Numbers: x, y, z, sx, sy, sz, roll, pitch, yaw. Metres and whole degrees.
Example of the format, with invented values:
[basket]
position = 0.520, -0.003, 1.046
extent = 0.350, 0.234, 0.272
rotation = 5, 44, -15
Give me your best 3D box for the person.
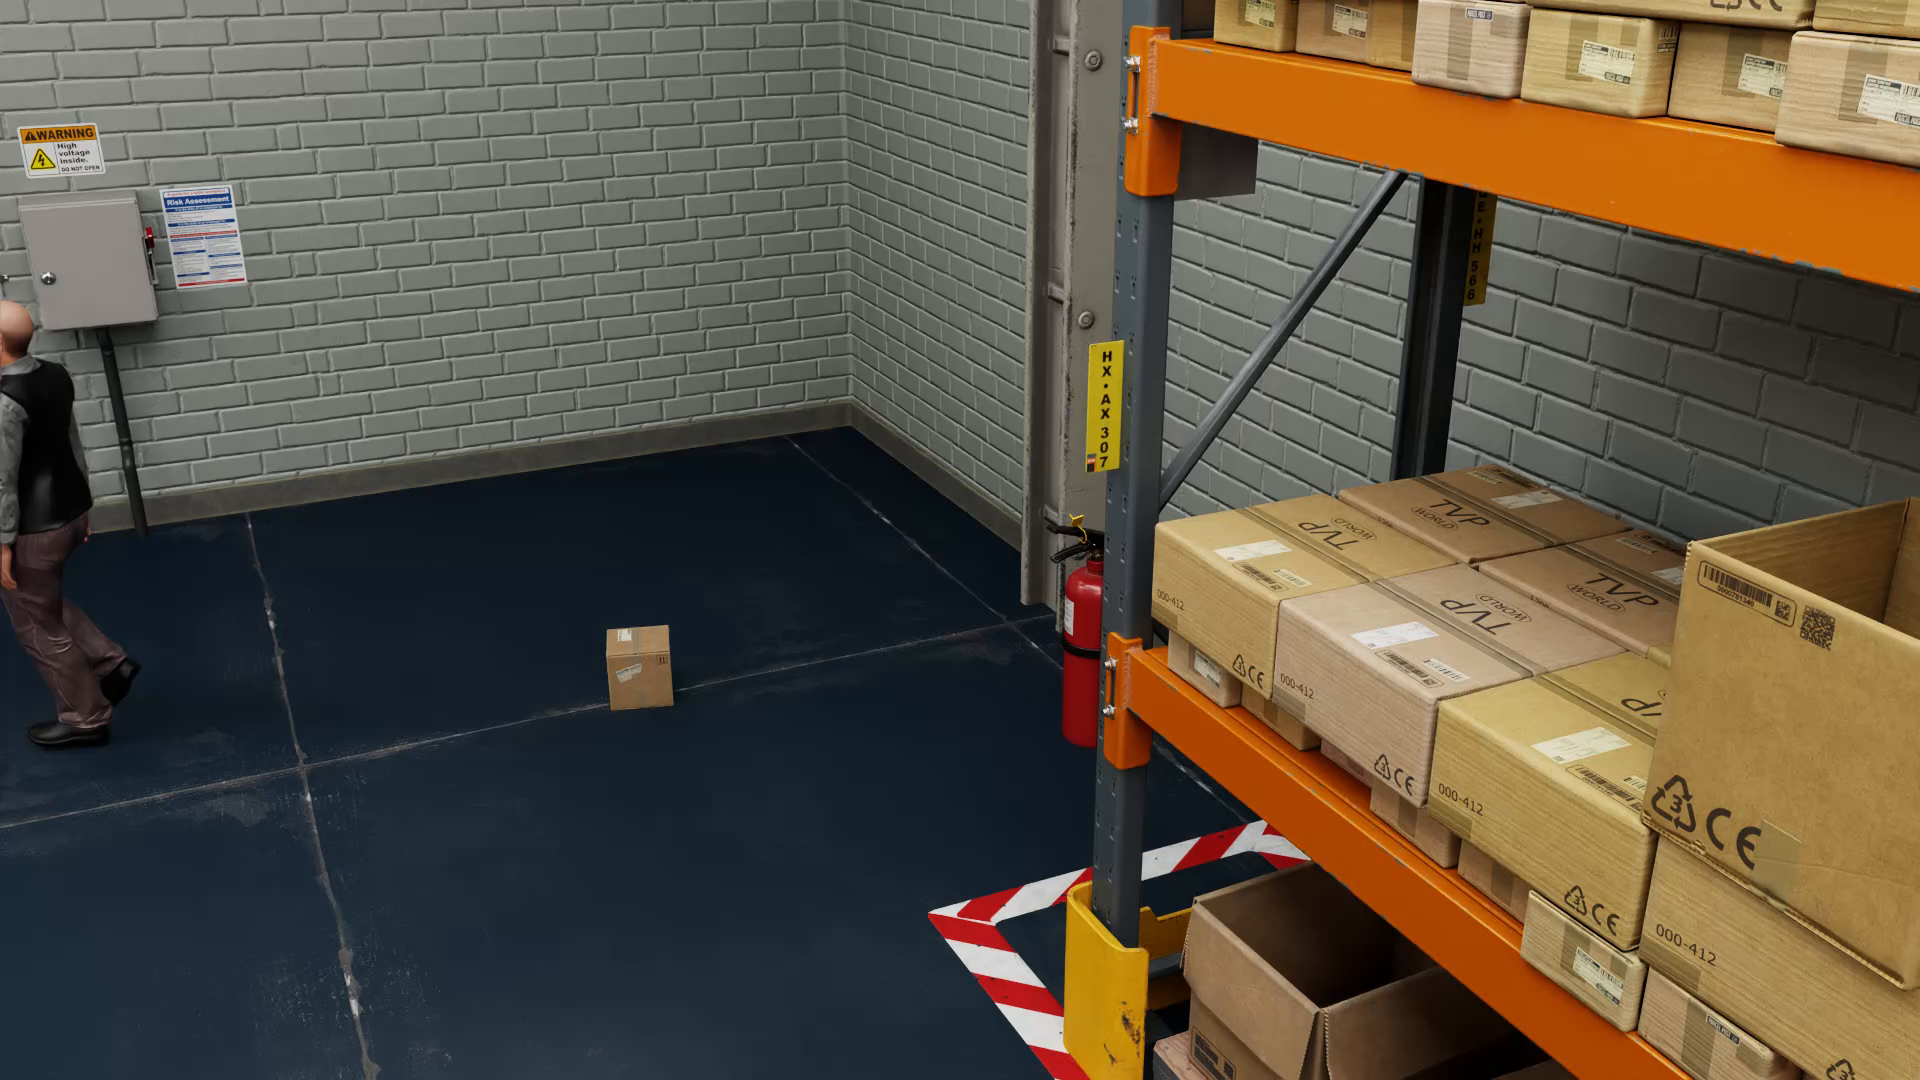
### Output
[person]
position = -3.446, -0.043, 6.170
extent = 0.470, 1.711, 0.553
rotation = -1, 22, -3
